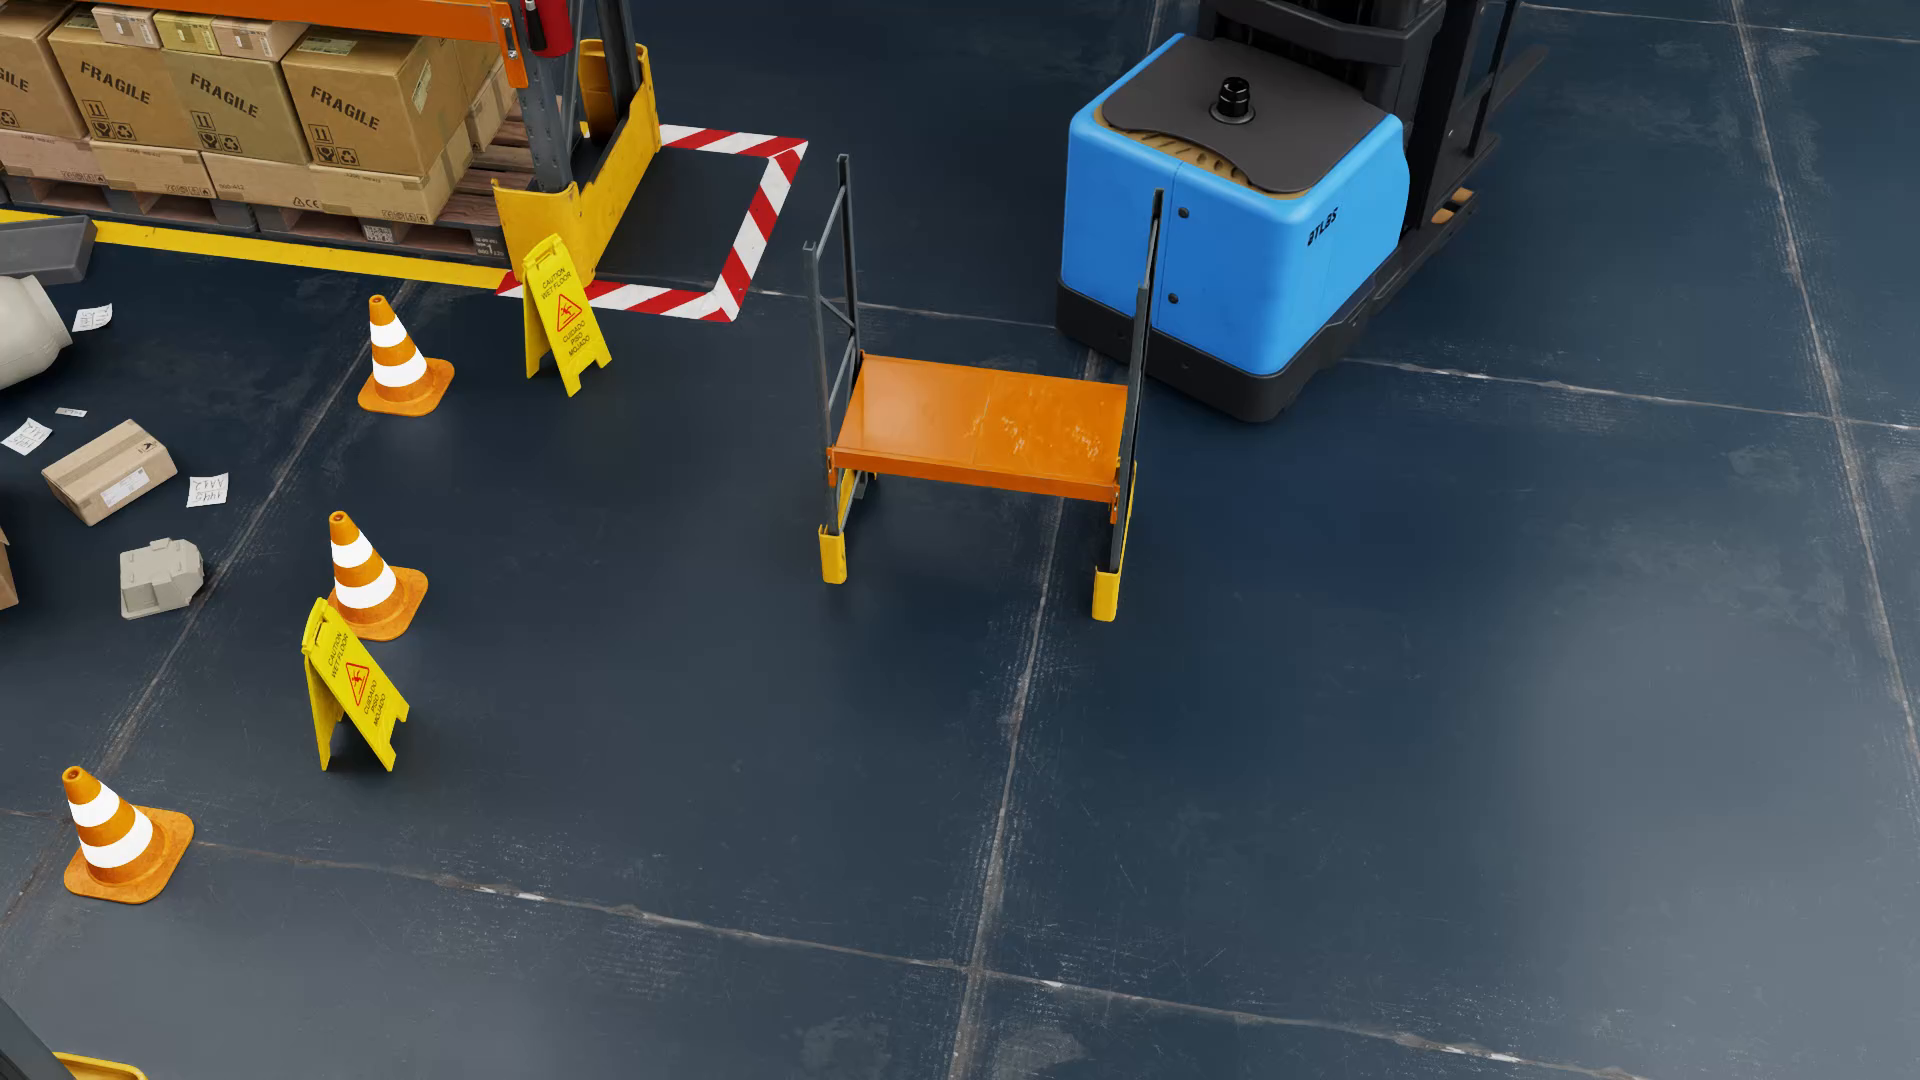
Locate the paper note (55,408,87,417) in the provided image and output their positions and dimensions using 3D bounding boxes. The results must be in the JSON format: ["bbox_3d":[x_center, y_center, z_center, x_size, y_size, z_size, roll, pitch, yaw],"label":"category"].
[{"bbox_3d":[-3.586,-0.516,6.706,0.123,0.001,0.032,8,49,7],"label":"paper note"}]

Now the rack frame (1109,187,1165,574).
[{"bbox_3d":[0.584,-0.423,5.622,0.032,1.500,0.500,8,49,7],"label":"rack frame"}]

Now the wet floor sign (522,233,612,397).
[{"bbox_3d":[-1.617,-0.924,6.647,0.232,0.644,0.267,23,52,20],"label":"wet floor sign"}]

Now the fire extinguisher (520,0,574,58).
[{"bbox_3d":[-1.583,-2.141,6.209,0.183,0.674,0.296,8,49,7],"label":"fire extinguisher"}]

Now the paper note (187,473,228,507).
[{"bbox_3d":[-2.898,-0.195,6.405,0.142,0.019,0.148,-7,48,-7],"label":"paper note"}]

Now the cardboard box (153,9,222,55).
[{"bbox_3d":[-3.069,-2.158,6.799,0.250,0.149,0.380,8,49,7],"label":"cardboard box"}]

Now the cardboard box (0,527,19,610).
[{"bbox_3d":[-3.793,-0.064,5.970,0.637,0.503,0.797,-23,52,-19],"label":"cardboard box"}]

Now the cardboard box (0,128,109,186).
[{"bbox_3d":[-3.968,-1.864,7.474,0.500,0.250,0.500,7,48,6],"label":"cardboard box"}]

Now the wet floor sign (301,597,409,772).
[{"bbox_3d":[-2.014,0.459,5.404,0.232,0.644,0.267,0,48,0],"label":"wet floor sign"}]

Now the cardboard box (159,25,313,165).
[{"bbox_3d":[-2.963,-1.973,7.068,0.500,0.500,0.500,9,49,8],"label":"cardboard box"}]

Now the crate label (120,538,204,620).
[{"bbox_3d":[-2.914,0.123,6.047,0.298,0.136,0.250,-15,50,-13],"label":"crate label"}]

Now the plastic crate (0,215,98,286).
[{"bbox_3d":[-4.151,-1.265,7.333,0.583,0.080,0.402,-7,48,-7],"label":"plastic crate"}]

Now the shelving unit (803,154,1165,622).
[{"bbox_3d":[0.075,-0.491,5.683,1.083,1.500,0.587,8,49,7],"label":"shelving unit"}]

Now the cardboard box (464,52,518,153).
[{"bbox_3d":[-2.358,-2.050,7.642,0.500,0.250,0.500,7,48,7],"label":"cardboard box"}]

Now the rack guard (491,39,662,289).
[{"bbox_3d":[-1.689,-1.694,7.436,0.348,0.500,1.175,8,49,7],"label":"rack guard"}]

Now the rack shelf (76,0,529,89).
[{"bbox_3d":[-3.582,-2.544,7.003,4.000,0.370,1.077,8,49,7],"label":"rack shelf"}]

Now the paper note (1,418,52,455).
[{"bbox_3d":[-3.707,-0.414,6.609,0.142,0.019,0.148,23,52,20],"label":"paper note"}]

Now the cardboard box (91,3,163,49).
[{"bbox_3d":[-3.328,-2.195,6.831,0.250,0.149,0.380,10,49,8],"label":"cardboard box"}]

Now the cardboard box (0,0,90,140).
[{"bbox_3d":[-3.979,-2.113,7.194,0.500,0.500,0.500,10,49,9],"label":"cardboard box"}]

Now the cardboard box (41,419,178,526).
[{"bbox_3d":[-3.262,-0.261,6.385,0.250,0.149,0.380,32,56,26],"label":"cardboard box"}]

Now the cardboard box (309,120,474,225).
[{"bbox_3d":[-2.481,-1.654,7.286,0.500,0.250,0.500,7,48,7],"label":"cardboard box"}]

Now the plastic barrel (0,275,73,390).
[{"bbox_3d":[-3.916,-0.824,6.705,0.512,0.421,0.421,-32,55,-25],"label":"plastic barrel"}]

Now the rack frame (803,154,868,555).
[{"bbox_3d":[-0.416,-0.557,5.742,0.032,1.500,0.500,8,49,7],"label":"rack frame"}]

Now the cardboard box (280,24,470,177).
[{"bbox_3d":[-2.449,-1.907,7.009,0.500,0.500,0.500,8,49,7],"label":"cardboard box"}]

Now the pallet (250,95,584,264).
[{"bbox_3d":[-2.482,-1.731,7.663,1.213,0.211,1.003,8,49,7],"label":"pallet"}]

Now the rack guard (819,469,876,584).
[{"bbox_3d":[-0.415,-0.139,6.207,0.087,0.250,0.587,8,49,7],"label":"rack guard"}]

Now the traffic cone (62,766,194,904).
[{"bbox_3d":[-2.665,0.855,5.170,0.334,0.463,0.336,8,49,7],"label":"traffic cone"}]

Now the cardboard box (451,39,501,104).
[{"bbox_3d":[-2.382,-2.303,7.365,0.500,0.500,0.500,6,48,6],"label":"cardboard box"}]

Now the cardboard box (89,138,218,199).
[{"bbox_3d":[-3.481,-1.790,7.408,0.500,0.250,0.500,6,48,5],"label":"cardboard box"}]

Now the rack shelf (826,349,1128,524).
[{"bbox_3d":[0.084,-0.370,5.816,1.000,0.185,0.538,8,49,7],"label":"rack shelf"}]

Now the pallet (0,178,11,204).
[{"bbox_3d":[-4.883,-2.054,7.953,1.213,0.211,1.003,8,49,7],"label":"pallet"}]

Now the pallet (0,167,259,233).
[{"bbox_3d":[-3.679,-1.894,7.810,1.213,0.211,1.003,8,49,7],"label":"pallet"}]

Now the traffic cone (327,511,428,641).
[{"bbox_3d":[-2.129,0.073,5.873,0.334,0.463,0.336,8,49,7],"label":"traffic cone"}]

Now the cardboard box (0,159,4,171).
[{"bbox_3d":[-4.490,-1.932,7.536,0.500,0.250,0.500,10,49,9],"label":"cardboard box"}]

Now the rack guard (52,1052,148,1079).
[{"bbox_3d":[-2.371,1.956,4.157,0.348,0.500,1.175,8,49,7],"label":"rack guard"}]

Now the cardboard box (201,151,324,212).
[{"bbox_3d":[-2.966,-1.725,7.350,0.500,0.250,0.500,8,49,7],"label":"cardboard box"}]

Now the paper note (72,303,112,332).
[{"bbox_3d":[-3.696,-0.949,7.082,0.148,0.019,0.142,-7,48,-7],"label":"paper note"}]

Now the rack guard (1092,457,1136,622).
[{"bbox_3d":[0.565,-0.008,6.089,0.087,0.250,0.587,8,49,7],"label":"rack guard"}]

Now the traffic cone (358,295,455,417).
[{"bbox_3d":[-2.266,-0.784,6.644,0.334,0.463,0.336,8,49,7],"label":"traffic cone"}]

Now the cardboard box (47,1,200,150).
[{"bbox_3d":[-3.458,-2.045,7.133,0.500,0.500,0.500,7,48,6],"label":"cardboard box"}]

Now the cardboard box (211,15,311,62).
[{"bbox_3d":[-2.822,-2.123,6.767,0.250,0.149,0.380,9,49,8],"label":"cardboard box"}]

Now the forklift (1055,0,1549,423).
[{"bbox_3d":[1.691,-2.493,6.520,1.130,2.935,3.031,30,54,24],"label":"forklift"}]

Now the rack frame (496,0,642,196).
[{"bbox_3d":[-1.614,-2.520,6.497,0.127,3.000,1.000,8,49,7],"label":"rack frame"}]
